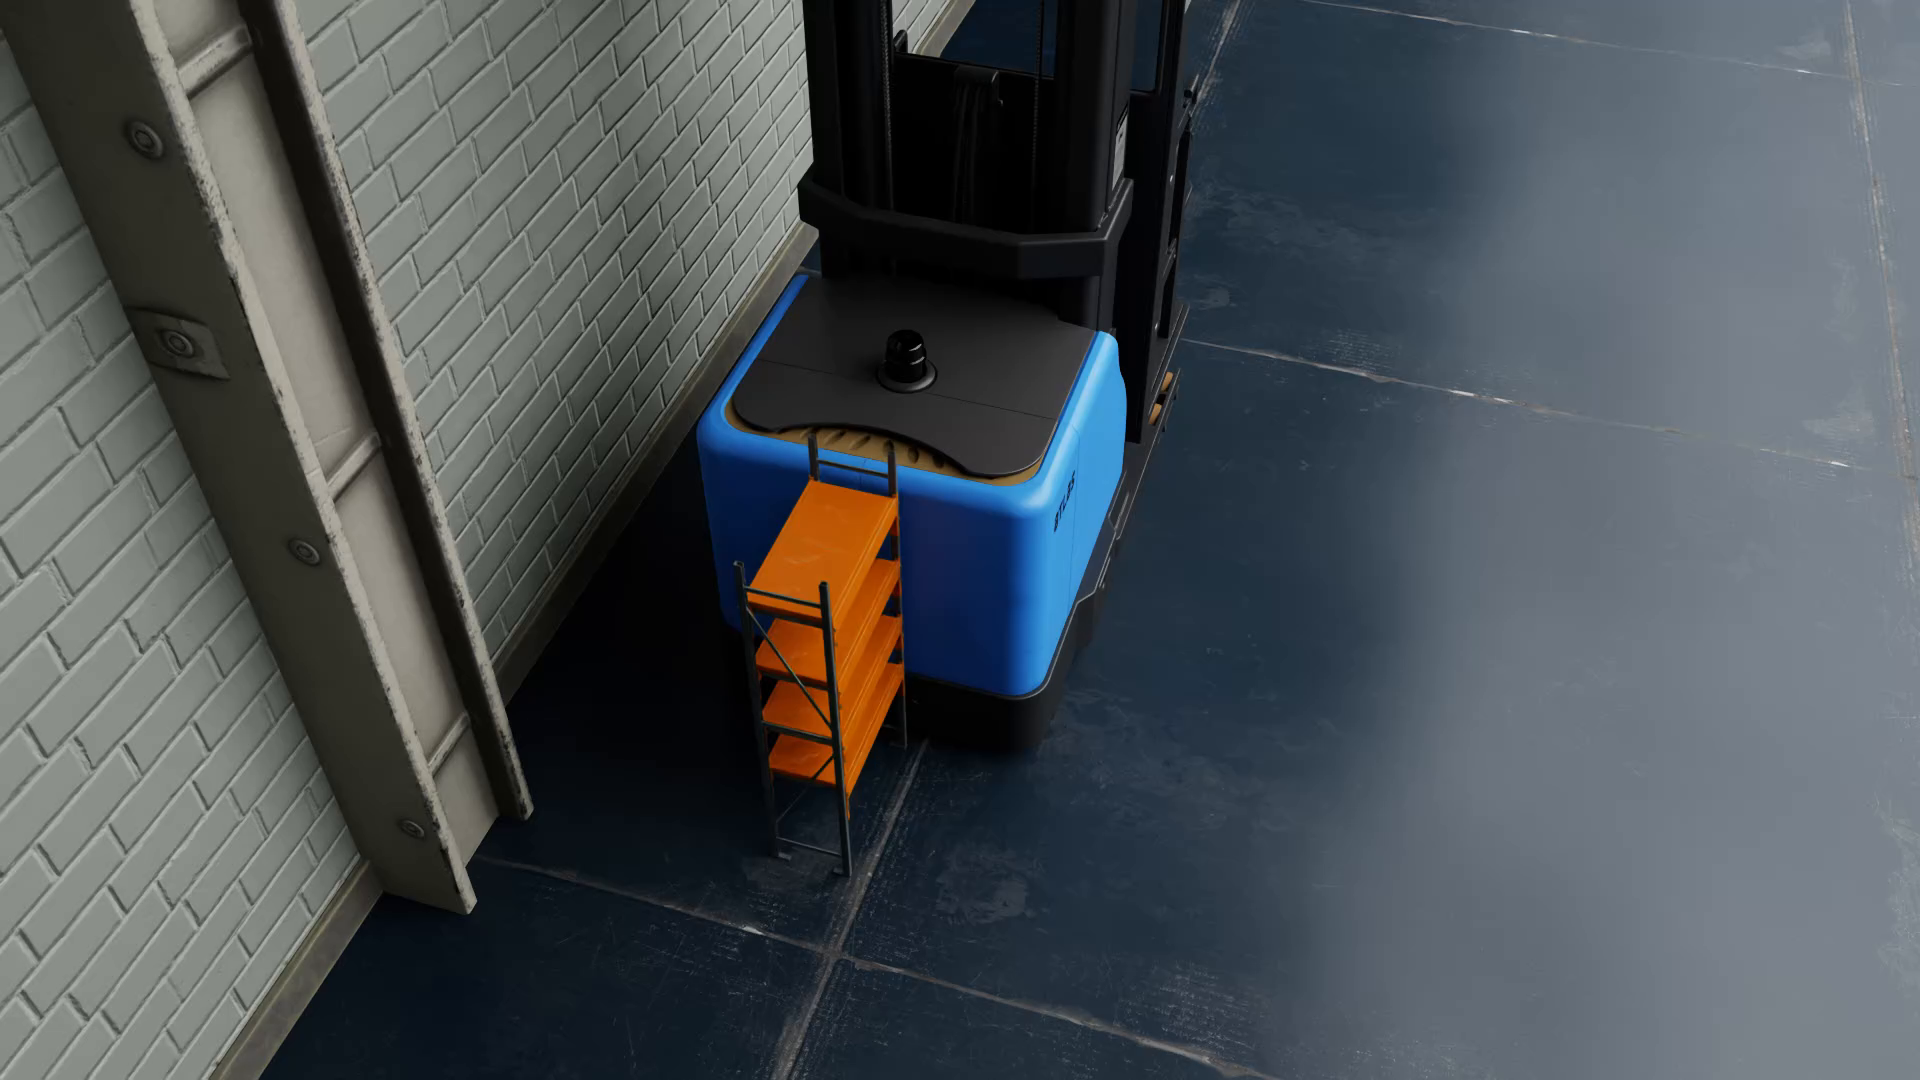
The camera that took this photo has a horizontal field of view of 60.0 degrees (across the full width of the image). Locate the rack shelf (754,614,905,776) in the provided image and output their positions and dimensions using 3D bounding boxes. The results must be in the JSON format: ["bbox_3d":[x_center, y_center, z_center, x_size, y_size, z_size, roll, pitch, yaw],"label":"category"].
[{"bbox_3d":[-0.352,0.393,4.586,0.258,0.148,0.480,13,46,12],"label":"rack shelf"}]

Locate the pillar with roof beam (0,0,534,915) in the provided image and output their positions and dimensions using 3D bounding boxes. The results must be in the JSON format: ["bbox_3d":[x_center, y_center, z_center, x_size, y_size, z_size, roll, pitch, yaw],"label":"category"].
[{"bbox_3d":[2.634,-1.414,0.761,9.100,9.000,0.400,13,46,13],"label":"pillar with roof beam"}]

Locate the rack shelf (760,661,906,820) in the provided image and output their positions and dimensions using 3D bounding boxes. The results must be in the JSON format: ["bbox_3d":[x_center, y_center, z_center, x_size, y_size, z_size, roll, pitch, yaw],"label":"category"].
[{"bbox_3d":[-0.352,0.535,4.725,0.258,0.148,0.480,13,46,12],"label":"rack shelf"}]

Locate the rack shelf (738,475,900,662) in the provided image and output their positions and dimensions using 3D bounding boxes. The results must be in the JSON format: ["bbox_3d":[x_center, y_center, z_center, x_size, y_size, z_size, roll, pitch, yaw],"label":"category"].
[{"bbox_3d":[-0.353,0.065,4.264,0.258,0.148,0.480,13,46,12],"label":"rack shelf"}]

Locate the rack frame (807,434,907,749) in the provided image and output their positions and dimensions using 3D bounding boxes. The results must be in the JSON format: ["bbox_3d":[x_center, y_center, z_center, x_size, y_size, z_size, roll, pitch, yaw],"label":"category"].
[{"bbox_3d":[-0.279,0.182,4.705,0.240,1.200,0.015,13,46,12],"label":"rack frame"}]

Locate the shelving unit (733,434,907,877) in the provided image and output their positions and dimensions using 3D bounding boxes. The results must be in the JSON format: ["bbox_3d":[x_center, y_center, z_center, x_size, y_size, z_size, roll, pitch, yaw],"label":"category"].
[{"bbox_3d":[-0.353,0.345,4.539,0.258,1.200,0.503,13,46,12],"label":"shelving unit"}]

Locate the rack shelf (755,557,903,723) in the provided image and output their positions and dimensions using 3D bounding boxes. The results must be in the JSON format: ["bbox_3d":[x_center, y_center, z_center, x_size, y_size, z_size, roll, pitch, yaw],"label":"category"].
[{"bbox_3d":[-0.353,0.233,4.430,0.258,0.148,0.480,13,46,12],"label":"rack shelf"}]

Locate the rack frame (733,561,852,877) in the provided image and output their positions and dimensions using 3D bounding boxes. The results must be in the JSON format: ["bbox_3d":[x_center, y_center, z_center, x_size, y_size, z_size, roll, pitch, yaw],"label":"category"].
[{"bbox_3d":[-0.426,0.508,4.373,0.240,1.200,0.015,13,46,12],"label":"rack frame"}]

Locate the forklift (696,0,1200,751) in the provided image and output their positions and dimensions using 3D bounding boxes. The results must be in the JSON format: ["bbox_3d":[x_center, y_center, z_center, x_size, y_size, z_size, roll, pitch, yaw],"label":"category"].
[{"bbox_3d":[0.189,-1.462,5.149,1.130,2.935,3.031,13,46,13],"label":"forklift"}]
